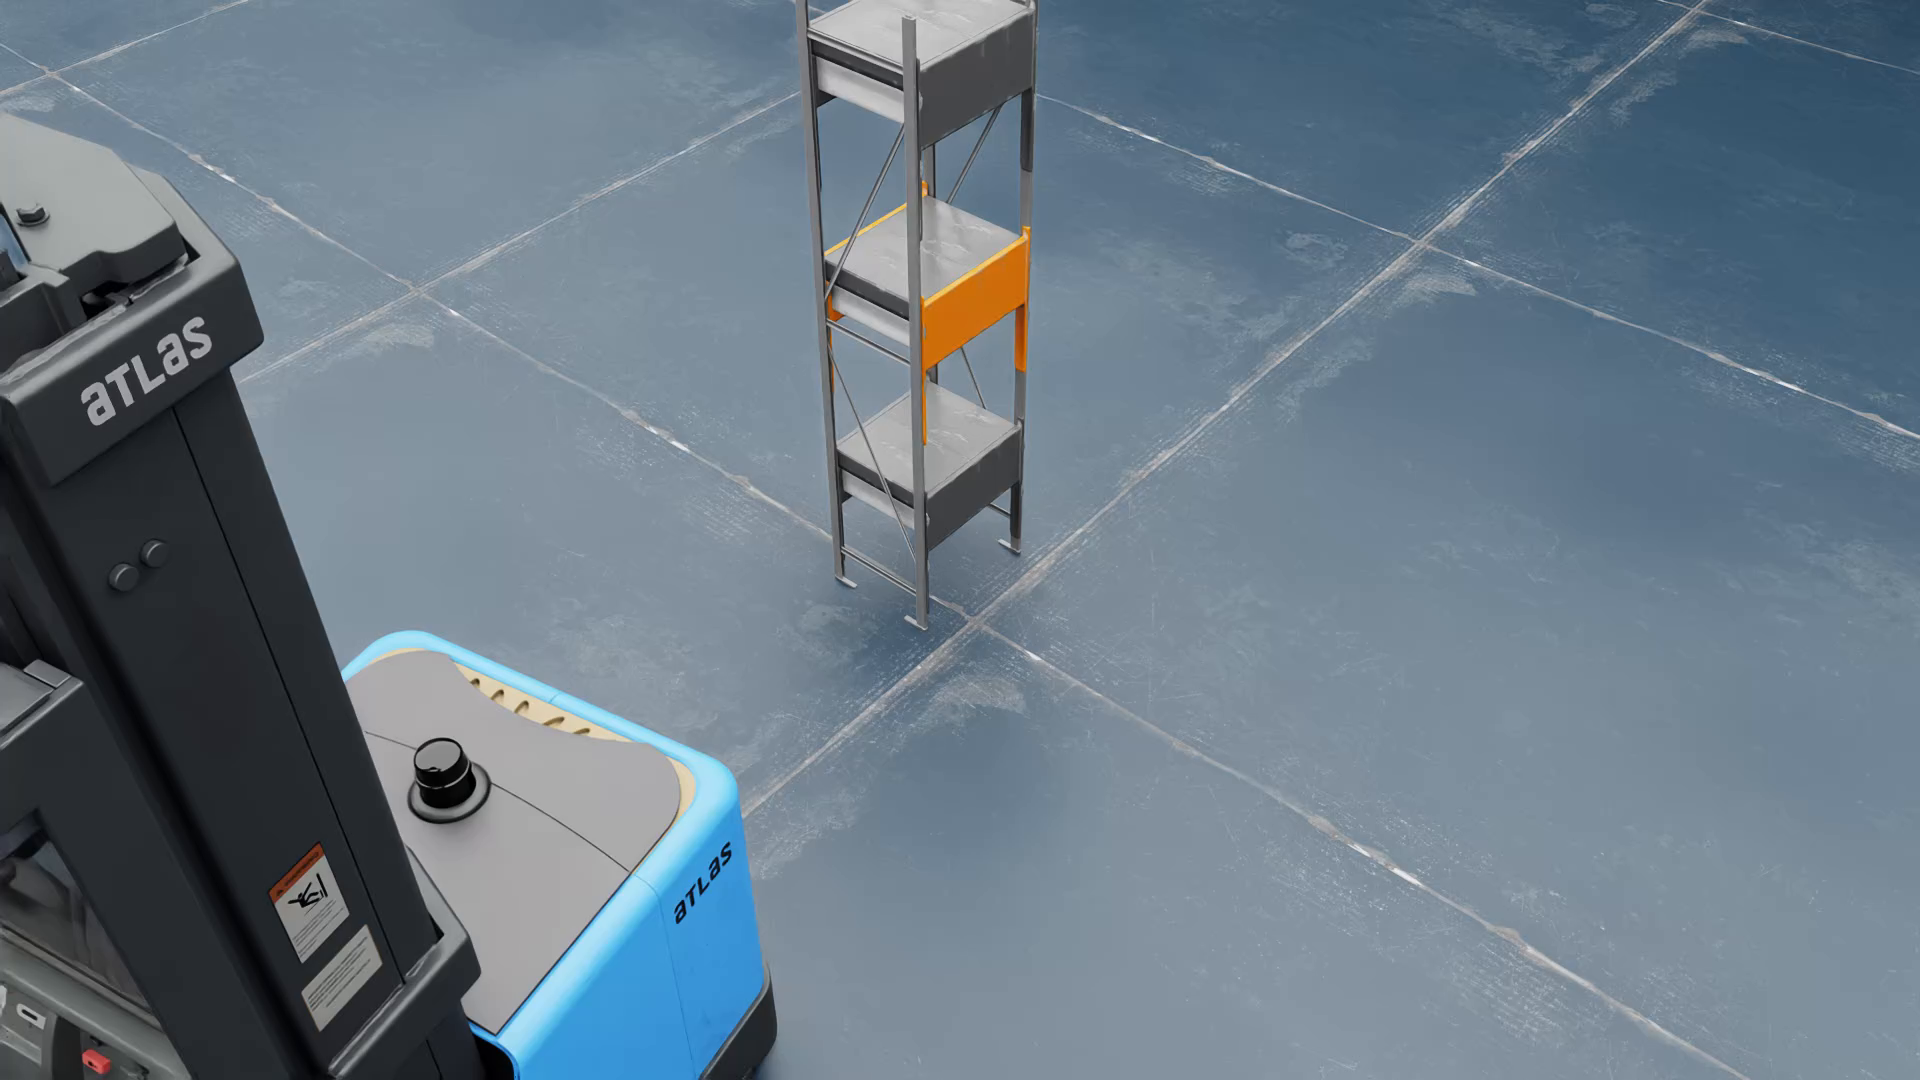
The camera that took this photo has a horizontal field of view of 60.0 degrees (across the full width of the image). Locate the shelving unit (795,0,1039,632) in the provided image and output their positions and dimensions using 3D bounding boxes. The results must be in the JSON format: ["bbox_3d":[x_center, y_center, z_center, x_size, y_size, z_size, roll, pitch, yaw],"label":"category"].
[{"bbox_3d":[-0.107,-0.692,4.950,0.431,2.100,0.503,29,50,28],"label":"shelving unit"}]

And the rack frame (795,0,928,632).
[{"bbox_3d":[-0.264,-0.566,4.812,0.400,2.100,0.015,29,50,28],"label":"rack frame"}]

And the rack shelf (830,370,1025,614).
[{"bbox_3d":[-0.107,-0.164,5.430,0.431,0.518,0.480,29,50,28],"label":"rack shelf"}]

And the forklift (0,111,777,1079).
[{"bbox_3d":[-1.610,0.928,2.551,1.130,2.935,3.031,20,46,21],"label":"forklift"}]

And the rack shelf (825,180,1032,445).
[{"bbox_3d":[-0.107,-0.682,4.959,0.431,0.518,0.480,29,50,28],"label":"rack shelf"}]

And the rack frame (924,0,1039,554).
[{"bbox_3d":[0.050,-0.817,5.088,0.400,2.100,0.015,29,50,28],"label":"rack frame"}]

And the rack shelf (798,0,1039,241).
[{"bbox_3d":[-0.107,-1.199,4.488,0.431,0.518,0.480,29,50,28],"label":"rack shelf"}]
